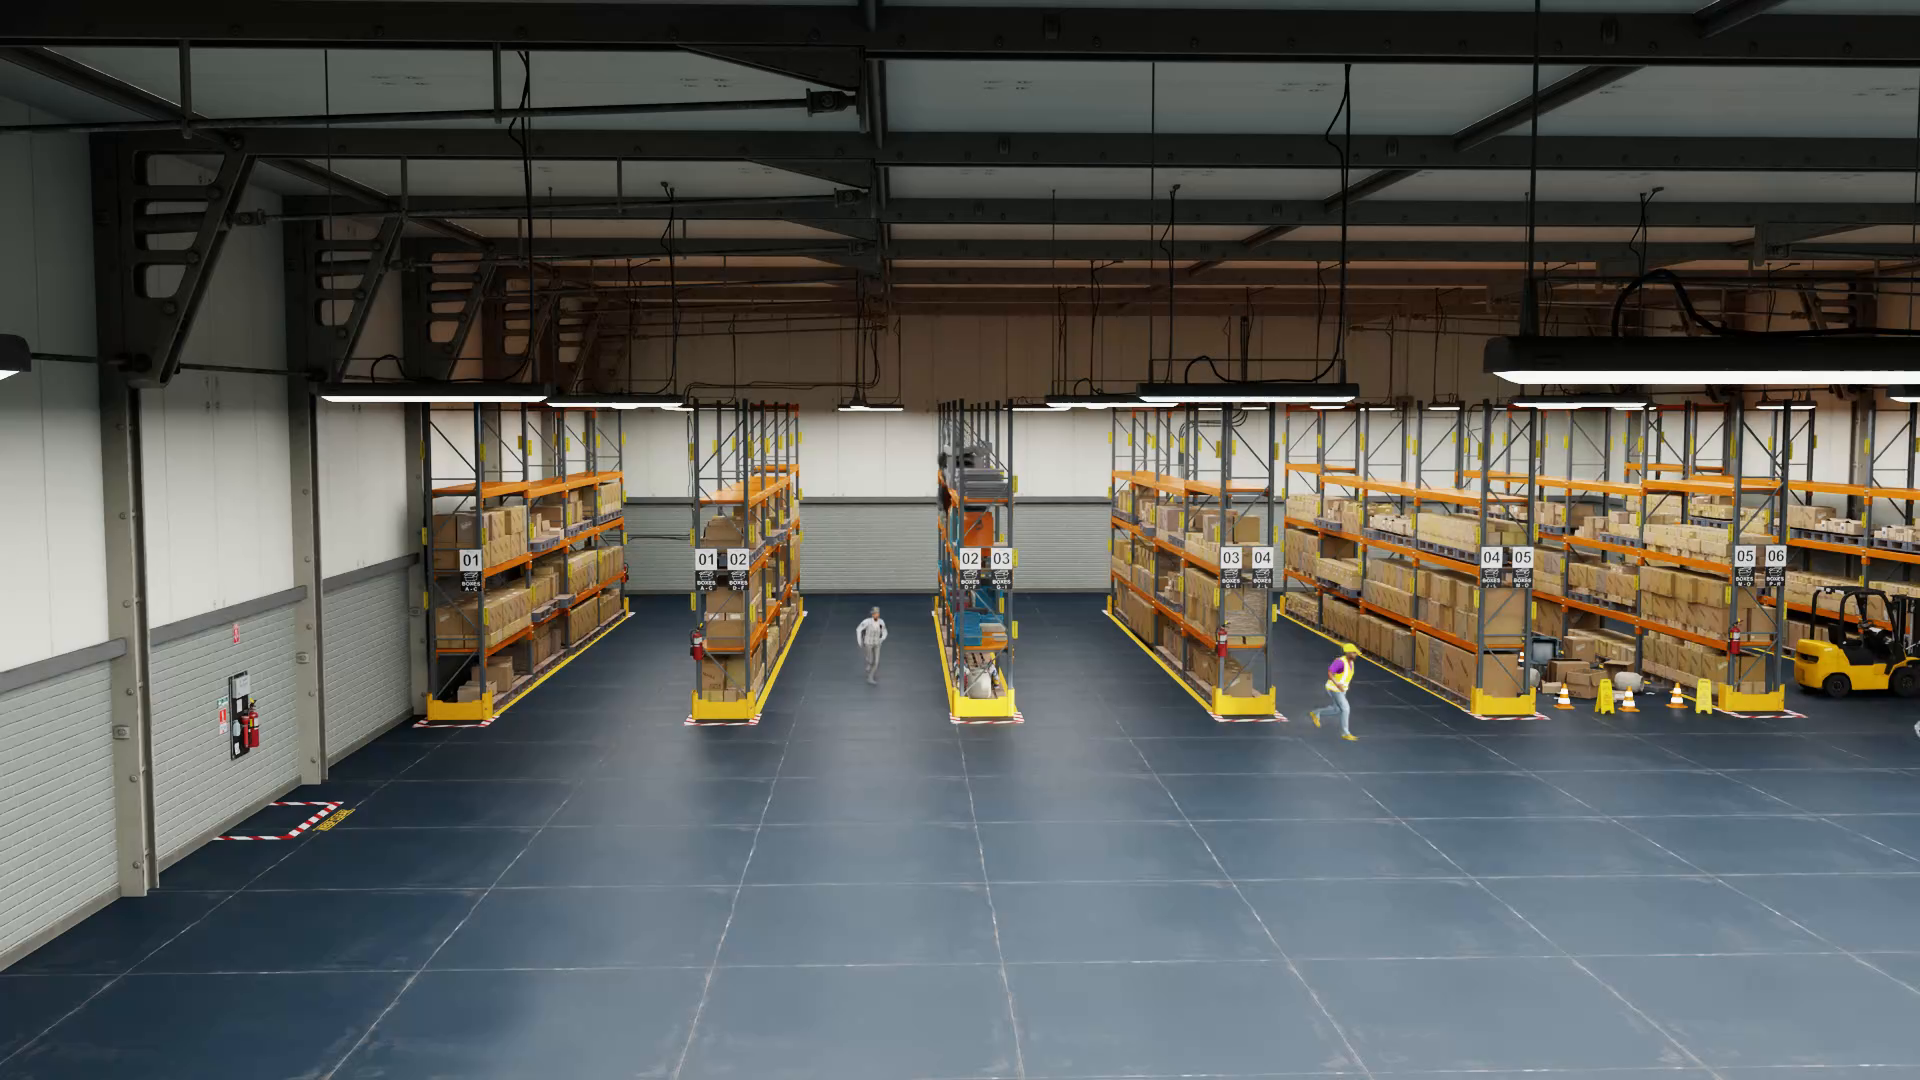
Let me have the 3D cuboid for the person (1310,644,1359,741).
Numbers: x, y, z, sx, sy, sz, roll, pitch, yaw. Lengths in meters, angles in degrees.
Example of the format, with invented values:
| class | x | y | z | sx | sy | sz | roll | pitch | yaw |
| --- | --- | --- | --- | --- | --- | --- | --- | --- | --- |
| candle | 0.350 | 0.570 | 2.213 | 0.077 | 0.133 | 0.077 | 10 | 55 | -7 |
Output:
| class | x | y | z | sx | sy | sz | roll | pitch | yaw |
| --- | --- | --- | --- | --- | --- | --- | --- | --- | --- |
| person | 6.592 | 2.654 | 29.354 | 0.931 | 1.710 | 0.686 | 4 | 6 | 41 |

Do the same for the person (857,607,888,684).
| class | x | y | z | sx | sy | sz | roll | pitch | yaw |
| --- | --- | --- | --- | --- | --- | --- | --- | --- | --- |
| person | -1.863 | 2.232 | 35.438 | 0.652 | 1.651 | 0.649 | -1 | 5 | -16 |
